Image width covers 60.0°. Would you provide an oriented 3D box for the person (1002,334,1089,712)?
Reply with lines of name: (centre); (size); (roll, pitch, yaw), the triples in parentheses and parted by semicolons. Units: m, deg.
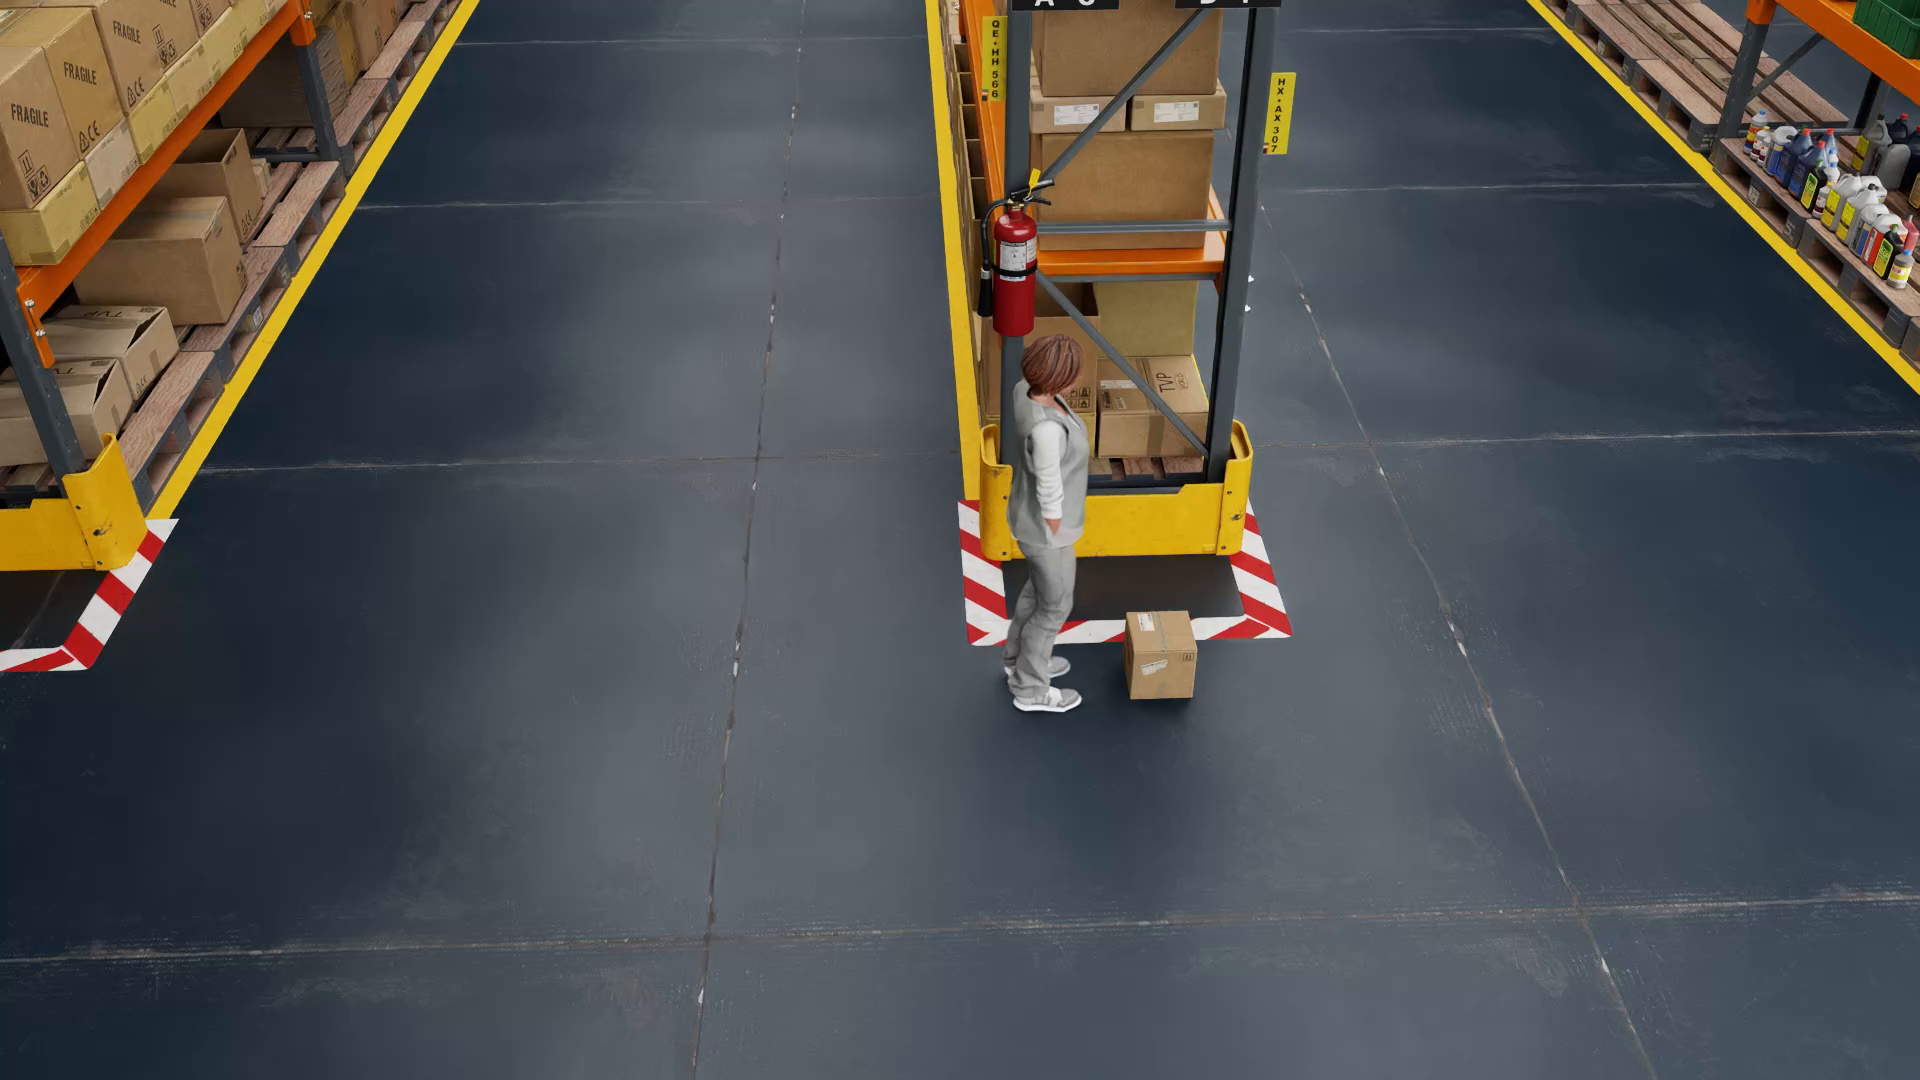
person: (0.321, -0.060, 6.250); (0.299, 1.600, 0.407); (-3, 36, -5)
